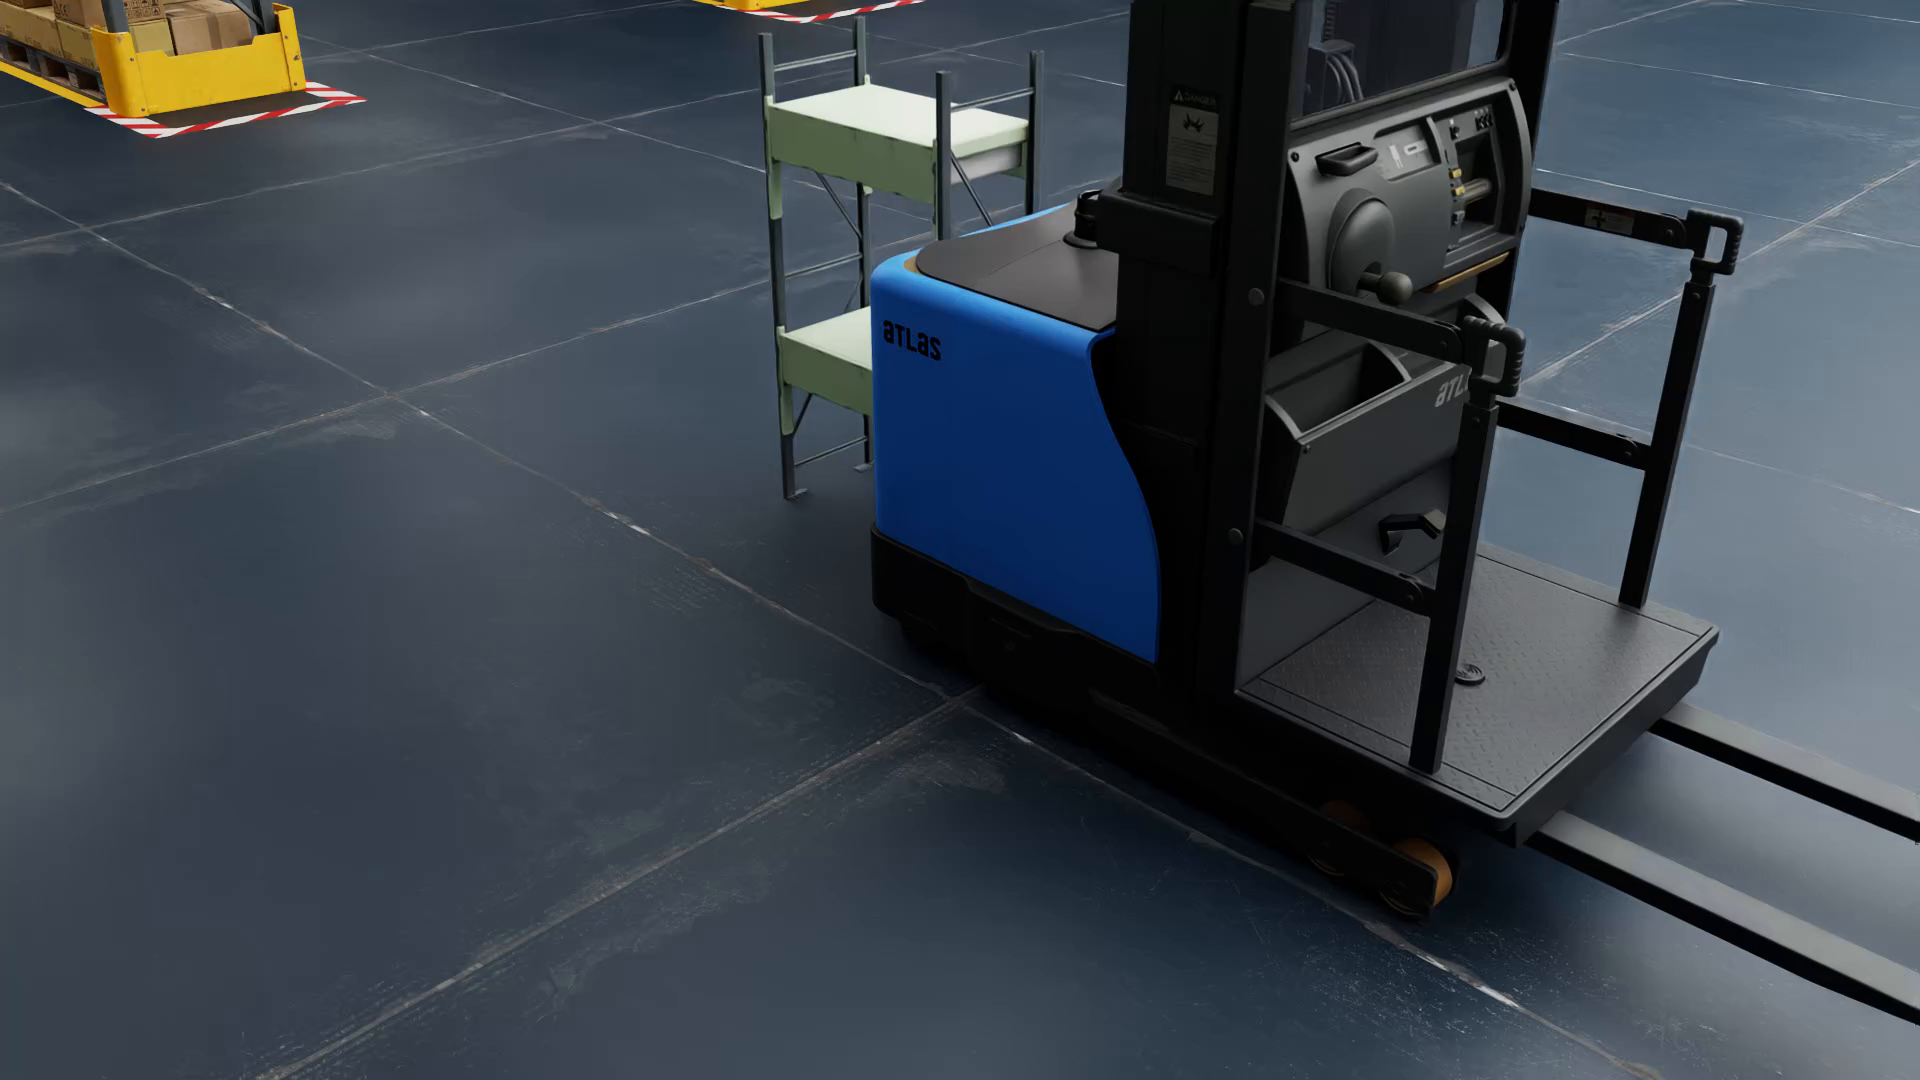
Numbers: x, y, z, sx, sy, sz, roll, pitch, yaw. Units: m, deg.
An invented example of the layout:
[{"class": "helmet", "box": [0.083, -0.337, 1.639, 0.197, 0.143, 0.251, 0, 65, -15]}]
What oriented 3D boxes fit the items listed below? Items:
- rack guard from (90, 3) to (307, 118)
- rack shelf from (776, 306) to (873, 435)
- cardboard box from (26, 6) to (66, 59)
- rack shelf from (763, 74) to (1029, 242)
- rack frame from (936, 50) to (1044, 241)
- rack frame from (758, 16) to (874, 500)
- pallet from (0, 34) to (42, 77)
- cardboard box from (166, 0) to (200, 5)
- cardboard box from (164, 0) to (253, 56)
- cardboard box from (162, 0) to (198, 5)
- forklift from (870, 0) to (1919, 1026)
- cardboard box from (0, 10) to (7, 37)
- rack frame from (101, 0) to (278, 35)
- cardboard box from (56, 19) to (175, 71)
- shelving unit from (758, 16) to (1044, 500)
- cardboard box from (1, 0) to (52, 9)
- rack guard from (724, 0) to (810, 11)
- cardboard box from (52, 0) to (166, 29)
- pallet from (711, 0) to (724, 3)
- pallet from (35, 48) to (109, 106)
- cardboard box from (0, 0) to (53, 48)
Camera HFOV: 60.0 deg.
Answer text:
[{"class": "rack guard", "box": [-4.777, -3.036, 10.487, 0.348, 0.500, 1.175, 25, 36, 38]}, {"class": "rack shelf", "box": [-0.176, -0.456, 5.207, 0.720, 0.370, 0.431, 25, 36, 38]}, {"class": "cardboard box", "box": [-5.749, -3.356, 10.912, 0.500, 0.250, 0.500, 25, 36, 38]}, {"class": "rack shelf", "box": [-0.176, -1.090, 4.873, 0.720, 0.370, 0.431, 25, 36, 38]}, {"class": "rack frame", "box": [0.084, -0.625, 4.827, 0.023, 1.500, 0.400, 25, 36, 38]}, {"class": "rack frame", "box": [-0.437, -0.865, 5.283, 0.023, 1.500, 0.400, 25, 36, 38]}, {"class": "pallet", "box": [-6.235, -3.550, 11.775, 1.213, 0.211, 1.003, 25, 36, 38]}, {"class": "cardboard box", "box": [-5.380, -3.530, 11.244, 0.500, 0.250, 0.500, 25, 36, 38]}, {"class": "cardboard box", "box": [-5.021, -3.368, 10.936, 0.500, 0.250, 0.500, 25, 36, 38]}, {"class": "cardboard box", "box": [-5.379, -3.863, 11.071, 0.500, 0.500, 0.500, 25, 36, 38]}, {"class": "forklift", "box": [1.150, -0.743, 3.514, 3.031, 2.935, 1.130, 25, 36, 38]}, {"class": "cardboard box", "box": [-6.462, -3.682, 11.532, 0.500, 0.250, 0.500, 25, 36, 38]}, {"class": "rack frame", "box": [-4.794, -4.151, 9.921, 0.127, 3.000, 1.000, 25, 36, 38]}, {"class": "cardboard box", "box": [-5.384, -3.196, 10.609, 0.500, 0.250, 0.500, 25, 36, 38]}, {"class": "shelving unit", "box": [-0.176, -0.745, 5.055, 0.755, 1.500, 0.431, 25, 36, 38]}, {"class": "cardboard box", "box": [-6.109, -3.849, 11.045, 0.500, 0.500, 0.500, 25, 36, 38]}, {"class": "rack guard", "box": [-1.406, -4.696, 13.644, 0.348, 0.500, 1.175, 25, 36, 38]}, {"class": "cardboard box", "box": [-5.385, -3.528, 10.433, 0.500, 0.500, 0.500, 25, 36, 38]}, {"class": "pallet", "box": [-1.982, -4.835, 14.219, 1.213, 0.211, 1.003, 25, 36, 38]}, {"class": "pallet", "box": [-5.369, -3.152, 11.018, 1.213, 0.211, 1.003, 25, 36, 38]}, {"class": "cardboard box", "box": [-6.107, -3.518, 11.221, 0.500, 0.250, 0.500, 25, 36, 38]}]
